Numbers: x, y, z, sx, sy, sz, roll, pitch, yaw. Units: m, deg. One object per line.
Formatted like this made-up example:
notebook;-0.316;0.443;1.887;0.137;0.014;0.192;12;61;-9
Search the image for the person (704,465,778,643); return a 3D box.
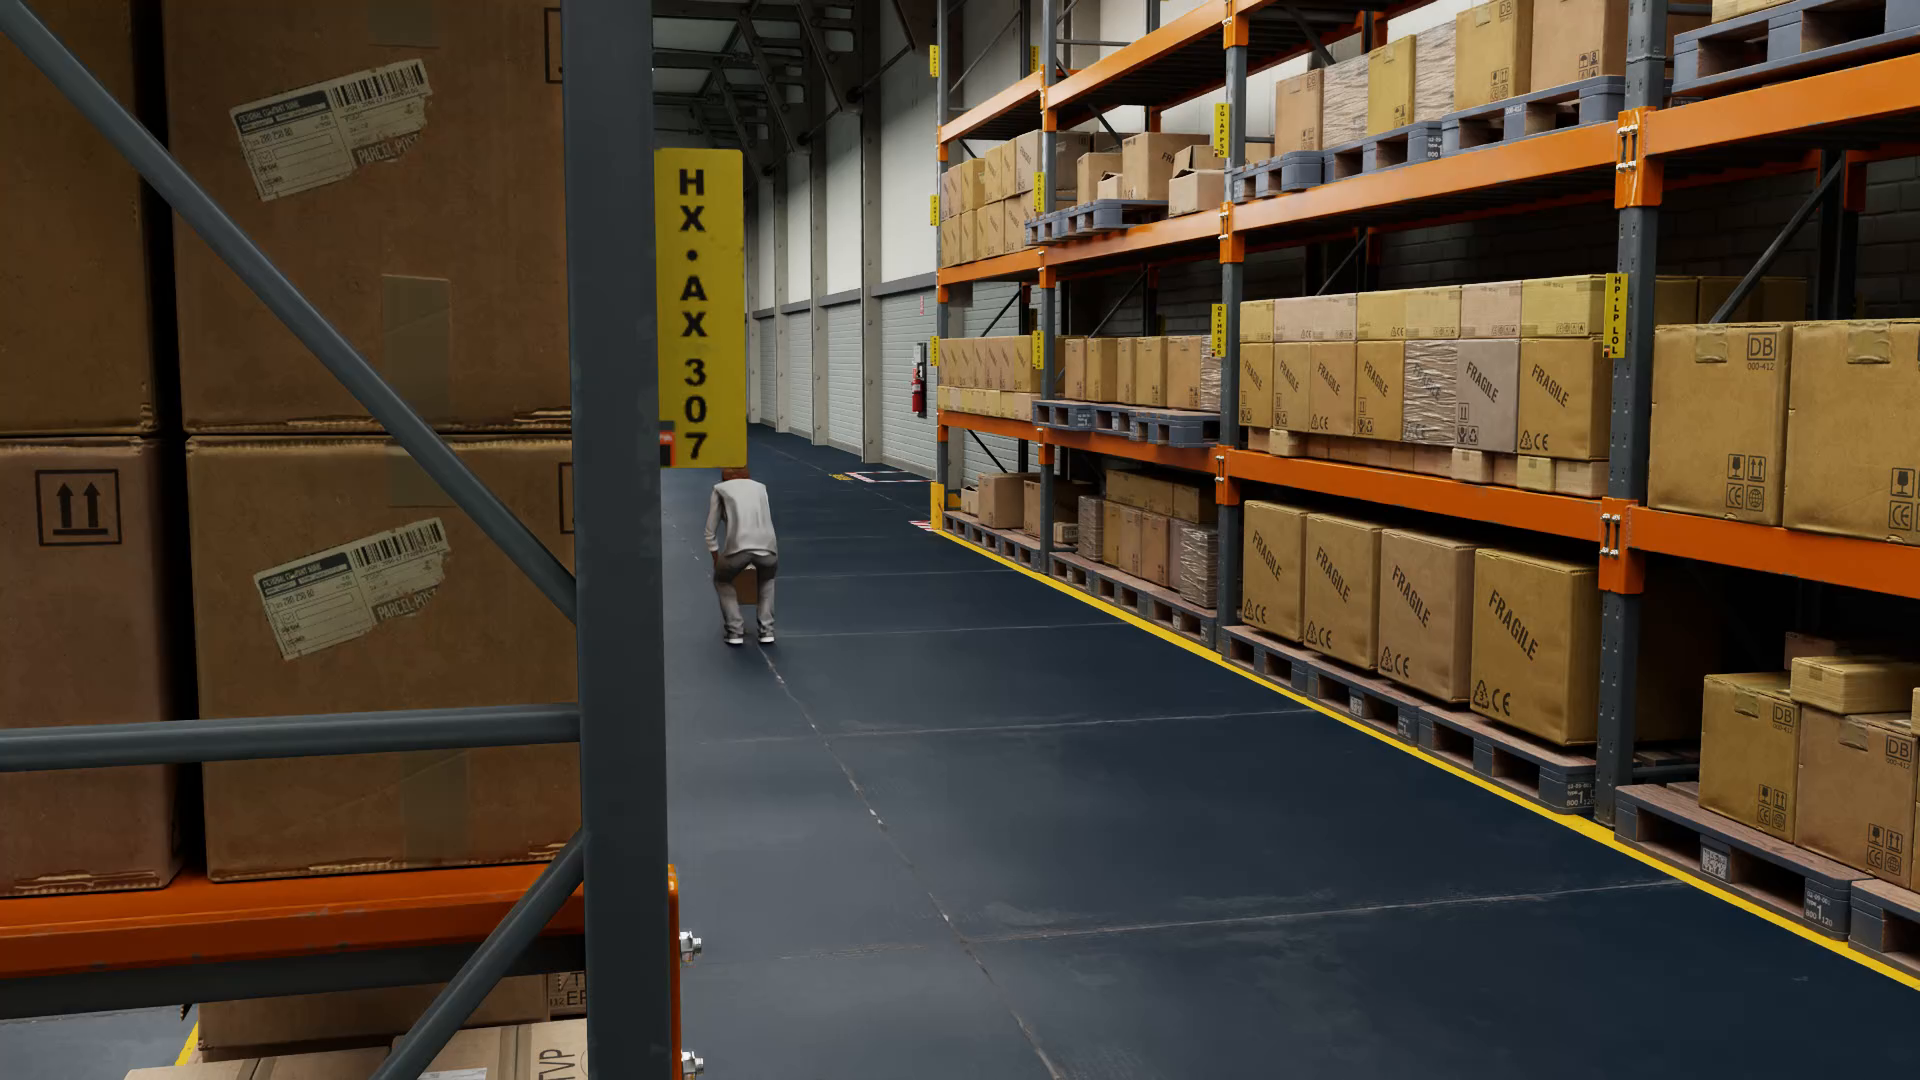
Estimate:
person;-1.442;0.084;10.985;0.464;1.190;0.710;-2;7;-14
